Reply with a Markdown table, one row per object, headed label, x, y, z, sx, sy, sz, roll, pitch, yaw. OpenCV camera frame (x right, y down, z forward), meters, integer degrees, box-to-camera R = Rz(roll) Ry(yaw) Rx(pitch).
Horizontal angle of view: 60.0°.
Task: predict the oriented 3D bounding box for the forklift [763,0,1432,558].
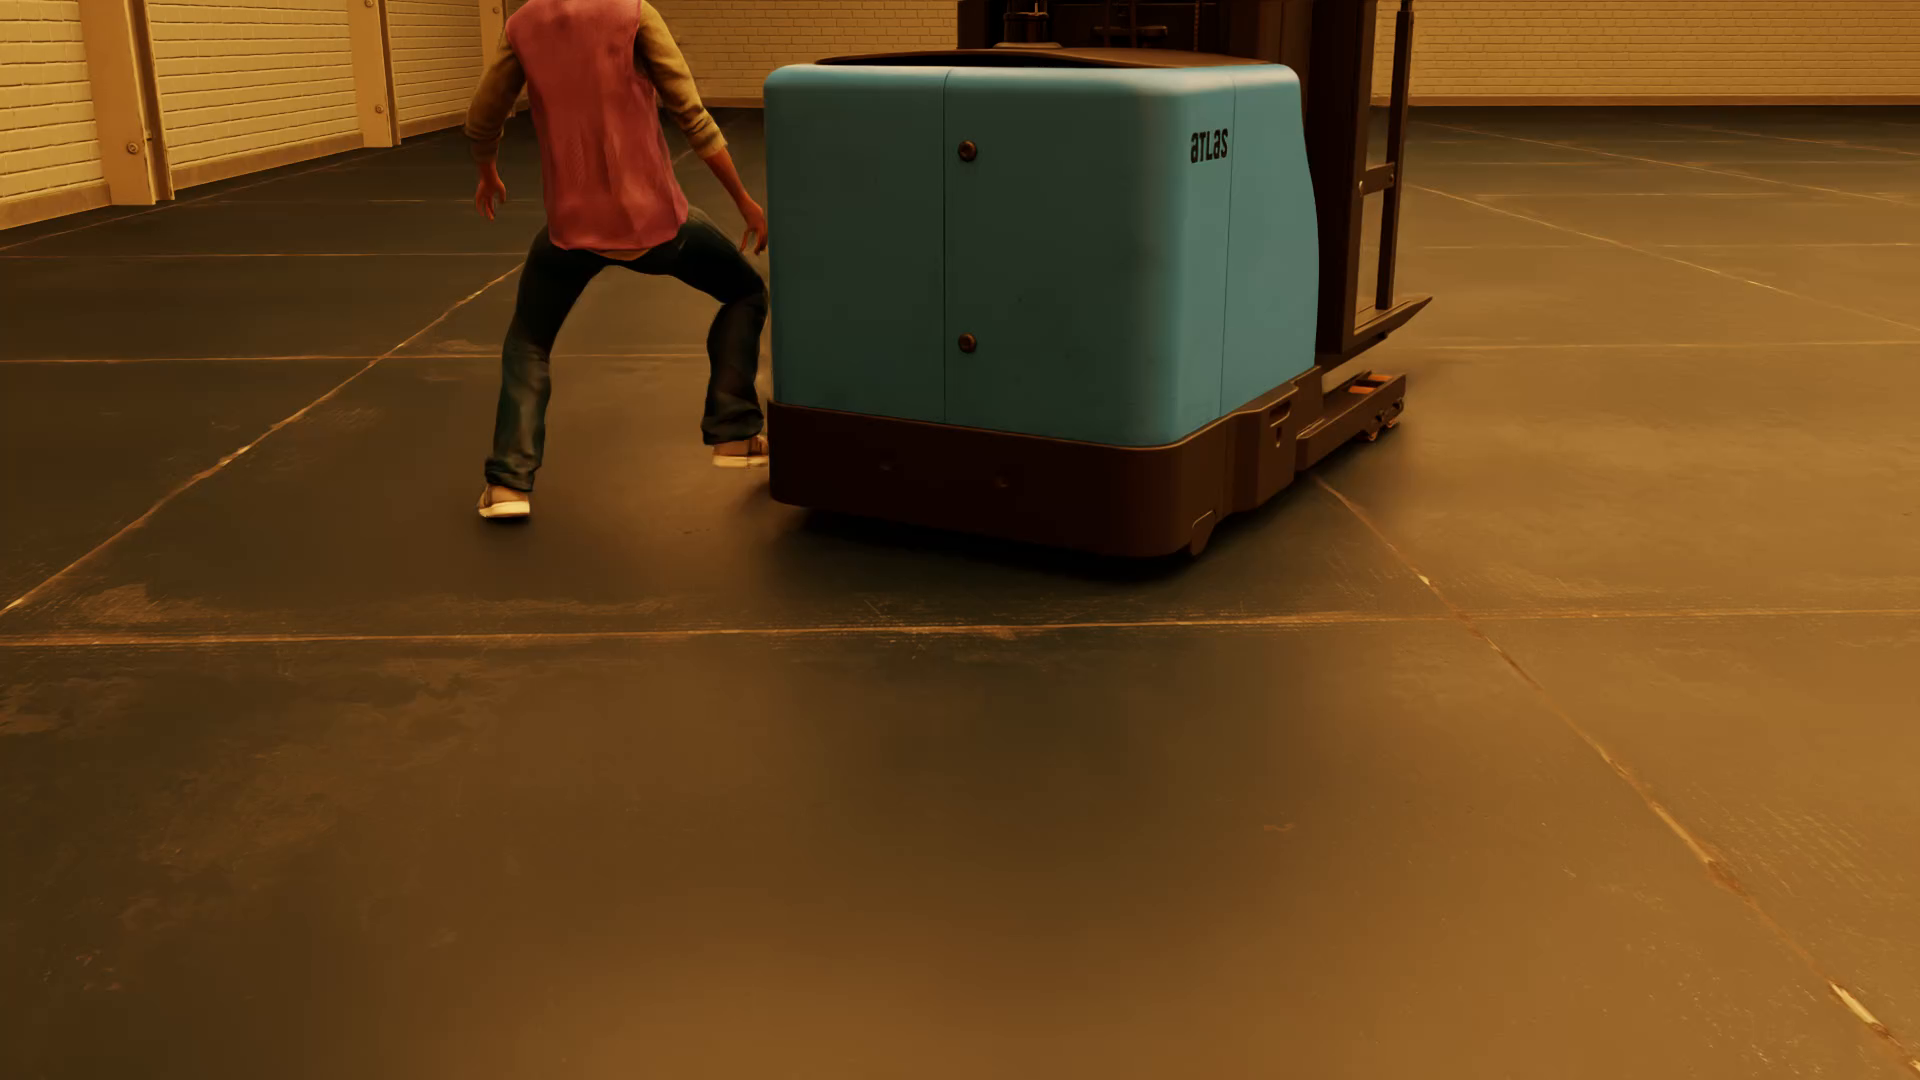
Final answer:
| label | x | y | z | sx | sy | sz | roll | pitch | yaw |
| --- | --- | --- | --- | --- | --- | --- | --- | --- | --- |
| forklift | 0.695 | -1.744 | 4.610 | 1.130 | 2.935 | 3.031 | 9 | 19 | 28 |

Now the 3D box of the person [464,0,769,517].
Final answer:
| label | x | y | z | sx | sy | sz | roll | pitch | yaw |
| --- | --- | --- | --- | --- | --- | --- | --- | --- | --- |
| person | -0.882 | -0.794 | 4.080 | 0.814 | 1.484 | 0.618 | 3 | 17 | 10 |
